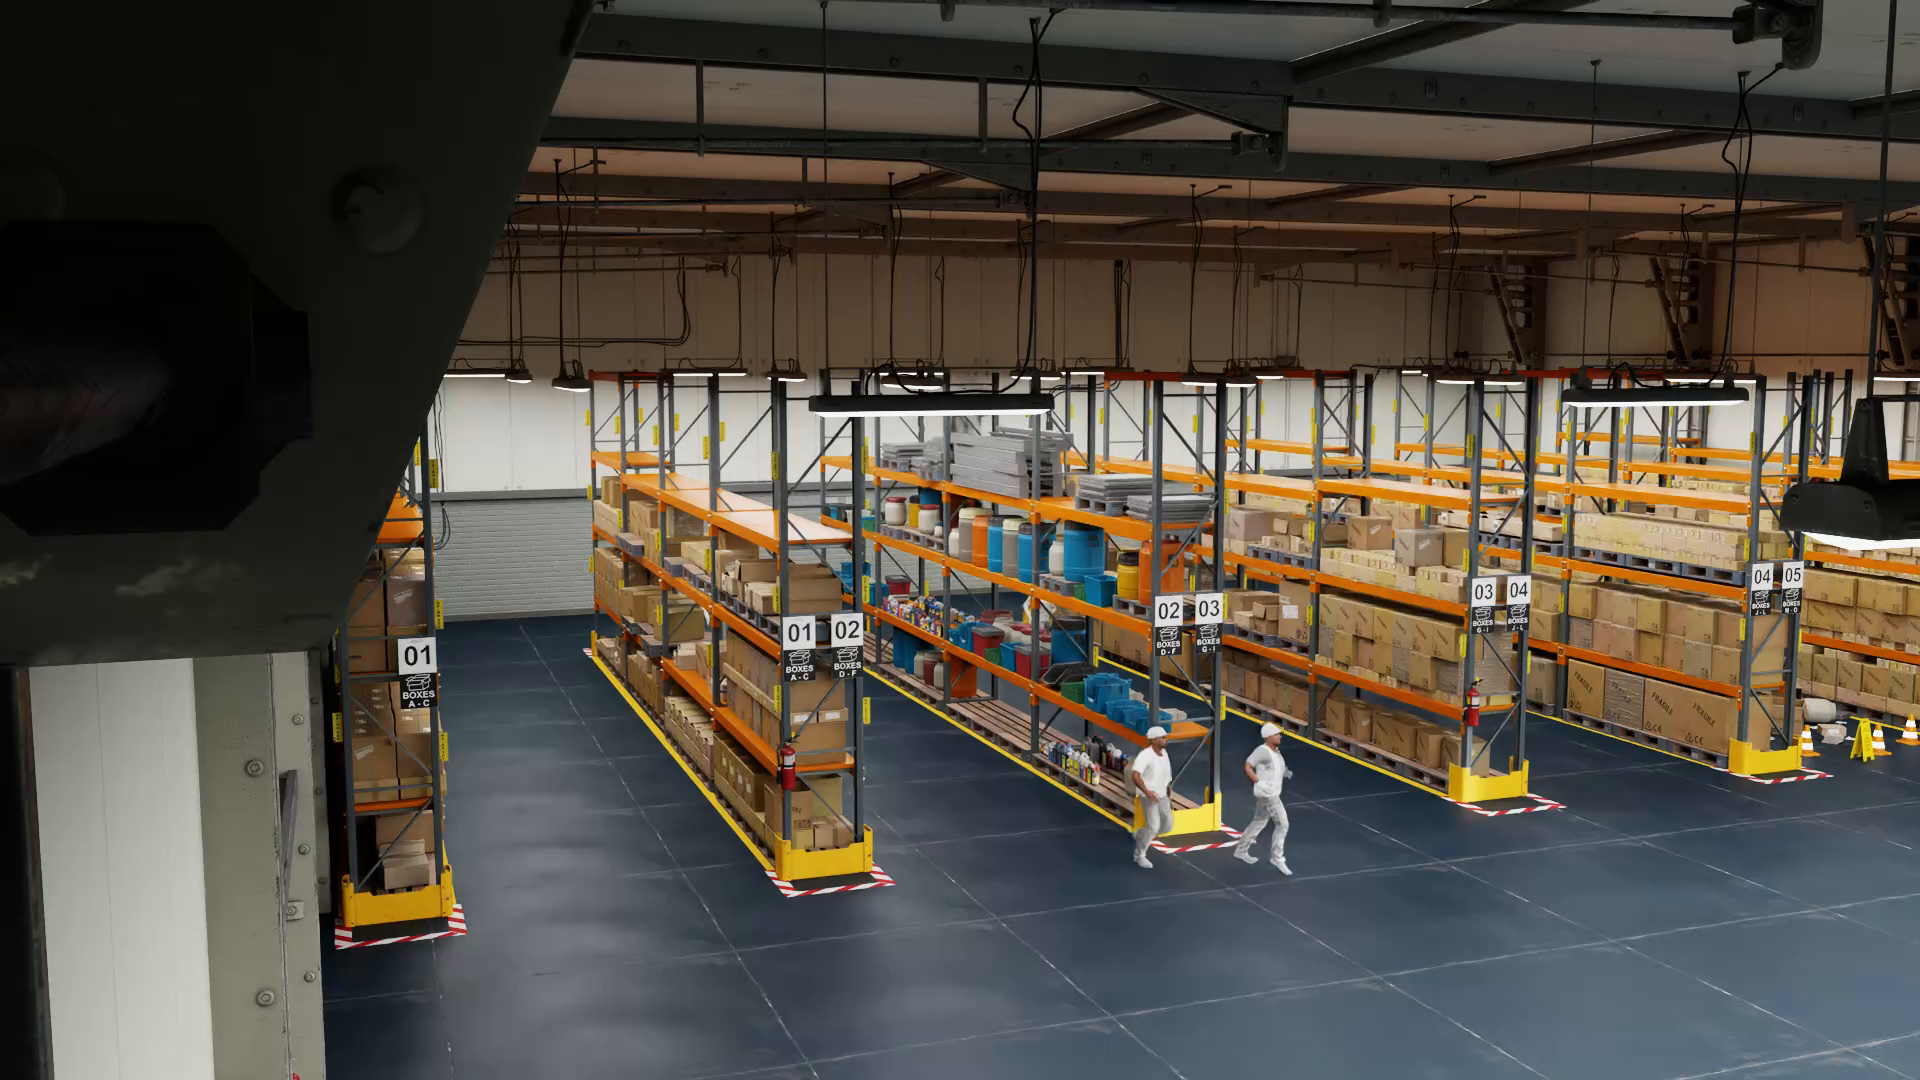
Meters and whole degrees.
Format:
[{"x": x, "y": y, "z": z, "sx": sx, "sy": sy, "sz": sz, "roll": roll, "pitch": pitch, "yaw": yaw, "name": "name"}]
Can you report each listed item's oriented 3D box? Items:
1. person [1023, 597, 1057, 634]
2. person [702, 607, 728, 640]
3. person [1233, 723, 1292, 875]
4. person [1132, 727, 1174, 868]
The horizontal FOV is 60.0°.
[{"x": 1.606, "y": 1.627, "z": 32.237, "sx": 0.579, "sy": 1.755, "sz": 0.673, "roll": -4, "pitch": 8, "yaw": -32, "name": "person"}, {"x": -4.954, "y": 1.693, "z": 34.273, "sx": 0.616, "sy": 1.645, "sz": 0.540, "roll": -3, "pitch": 7, "yaw": -27, "name": "person"}, {"x": 3.759, "y": 3.161, "z": 20.500, "sx": 0.733, "sy": 1.843, "sz": 0.707, "roll": 2, "pitch": 7, "yaw": 17, "name": "person"}, {"x": 2.422, "y": 3.182, "z": 20.767, "sx": 0.533, "sy": 1.713, "sz": 0.758, "roll": 5, "pitch": 8, "yaw": 41, "name": "person"}]
